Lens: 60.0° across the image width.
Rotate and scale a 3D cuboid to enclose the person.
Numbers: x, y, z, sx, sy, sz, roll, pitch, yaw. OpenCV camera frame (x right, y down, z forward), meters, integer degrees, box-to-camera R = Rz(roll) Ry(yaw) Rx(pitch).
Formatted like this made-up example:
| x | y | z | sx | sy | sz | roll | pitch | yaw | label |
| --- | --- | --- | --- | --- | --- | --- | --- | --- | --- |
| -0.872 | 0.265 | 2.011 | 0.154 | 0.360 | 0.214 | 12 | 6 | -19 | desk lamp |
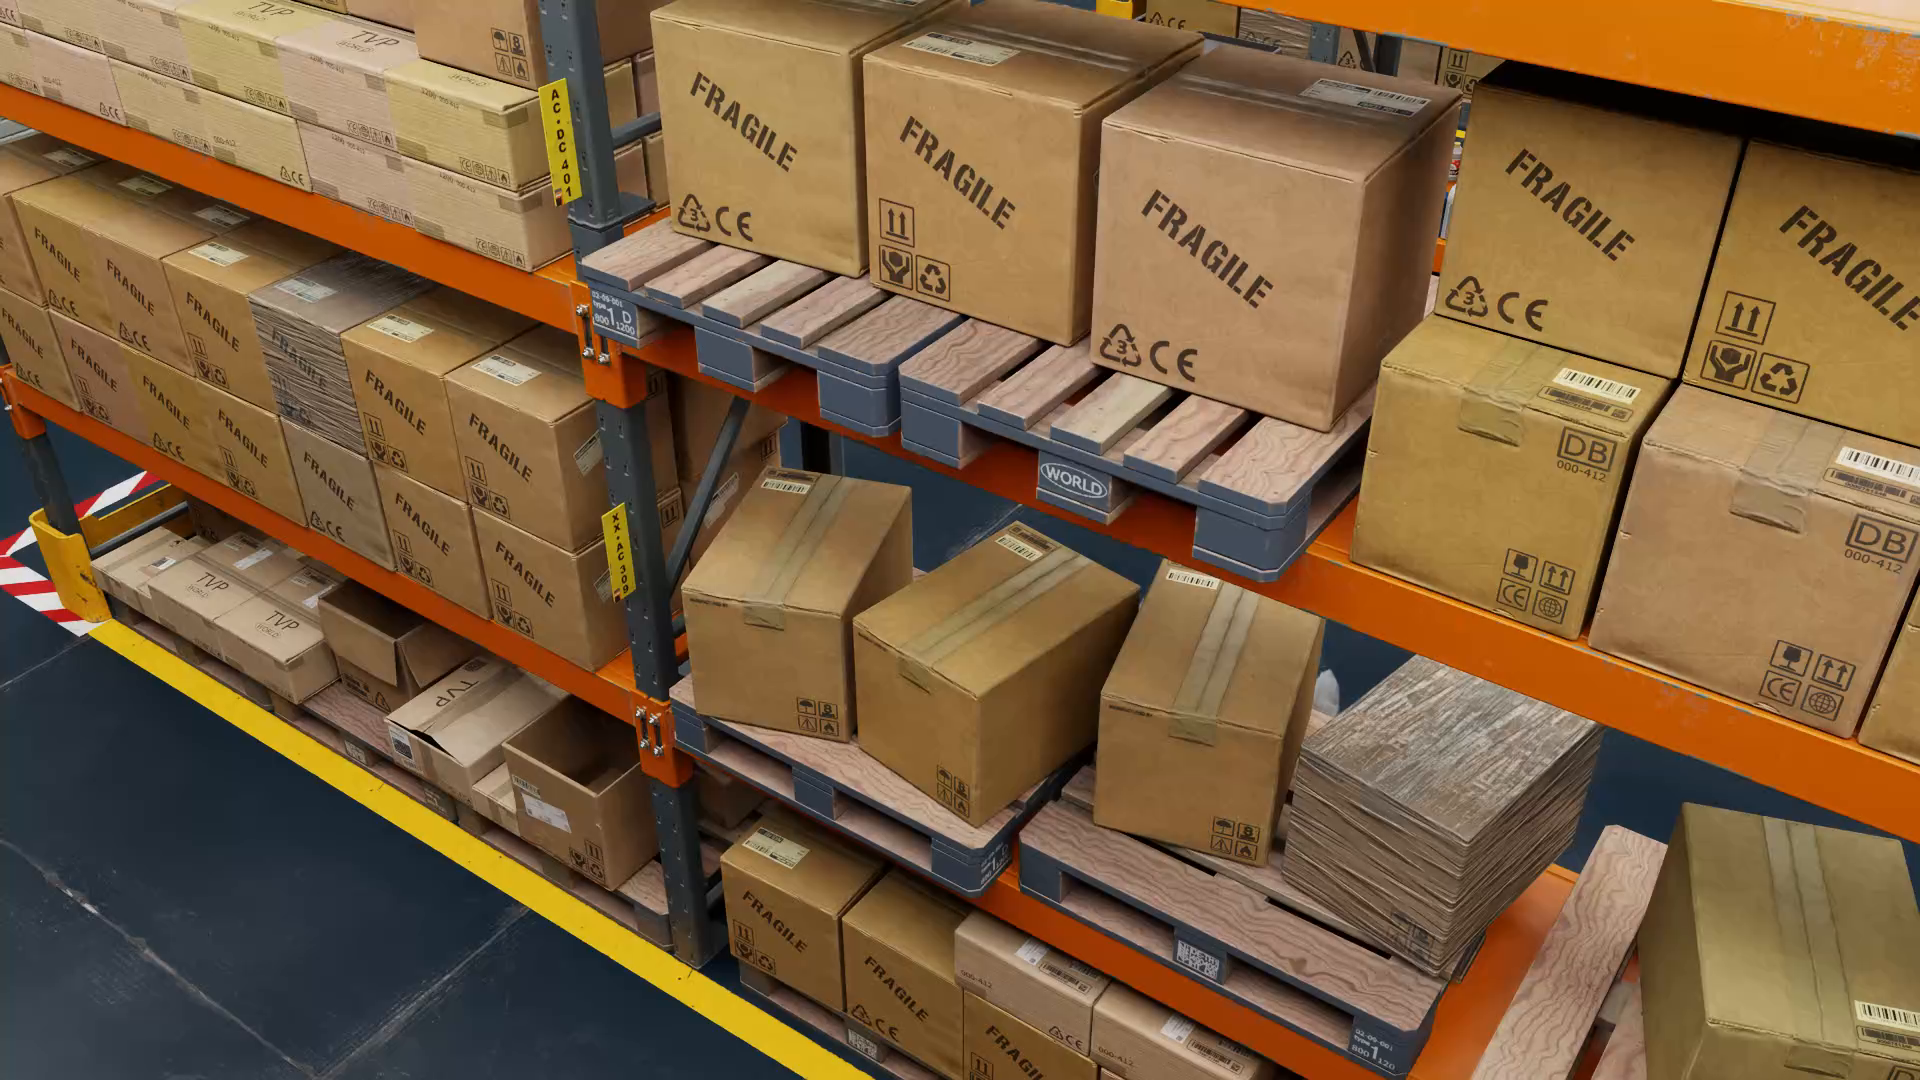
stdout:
| x | y | z | sx | sy | sz | roll | pitch | yaw | label |
| --- | --- | --- | --- | --- | --- | --- | --- | --- | --- |
| 1.095 | 0.675 | 6.835 | 0.904 | 0.908 | 0.465 | 20 | 39 | 26 | person |
